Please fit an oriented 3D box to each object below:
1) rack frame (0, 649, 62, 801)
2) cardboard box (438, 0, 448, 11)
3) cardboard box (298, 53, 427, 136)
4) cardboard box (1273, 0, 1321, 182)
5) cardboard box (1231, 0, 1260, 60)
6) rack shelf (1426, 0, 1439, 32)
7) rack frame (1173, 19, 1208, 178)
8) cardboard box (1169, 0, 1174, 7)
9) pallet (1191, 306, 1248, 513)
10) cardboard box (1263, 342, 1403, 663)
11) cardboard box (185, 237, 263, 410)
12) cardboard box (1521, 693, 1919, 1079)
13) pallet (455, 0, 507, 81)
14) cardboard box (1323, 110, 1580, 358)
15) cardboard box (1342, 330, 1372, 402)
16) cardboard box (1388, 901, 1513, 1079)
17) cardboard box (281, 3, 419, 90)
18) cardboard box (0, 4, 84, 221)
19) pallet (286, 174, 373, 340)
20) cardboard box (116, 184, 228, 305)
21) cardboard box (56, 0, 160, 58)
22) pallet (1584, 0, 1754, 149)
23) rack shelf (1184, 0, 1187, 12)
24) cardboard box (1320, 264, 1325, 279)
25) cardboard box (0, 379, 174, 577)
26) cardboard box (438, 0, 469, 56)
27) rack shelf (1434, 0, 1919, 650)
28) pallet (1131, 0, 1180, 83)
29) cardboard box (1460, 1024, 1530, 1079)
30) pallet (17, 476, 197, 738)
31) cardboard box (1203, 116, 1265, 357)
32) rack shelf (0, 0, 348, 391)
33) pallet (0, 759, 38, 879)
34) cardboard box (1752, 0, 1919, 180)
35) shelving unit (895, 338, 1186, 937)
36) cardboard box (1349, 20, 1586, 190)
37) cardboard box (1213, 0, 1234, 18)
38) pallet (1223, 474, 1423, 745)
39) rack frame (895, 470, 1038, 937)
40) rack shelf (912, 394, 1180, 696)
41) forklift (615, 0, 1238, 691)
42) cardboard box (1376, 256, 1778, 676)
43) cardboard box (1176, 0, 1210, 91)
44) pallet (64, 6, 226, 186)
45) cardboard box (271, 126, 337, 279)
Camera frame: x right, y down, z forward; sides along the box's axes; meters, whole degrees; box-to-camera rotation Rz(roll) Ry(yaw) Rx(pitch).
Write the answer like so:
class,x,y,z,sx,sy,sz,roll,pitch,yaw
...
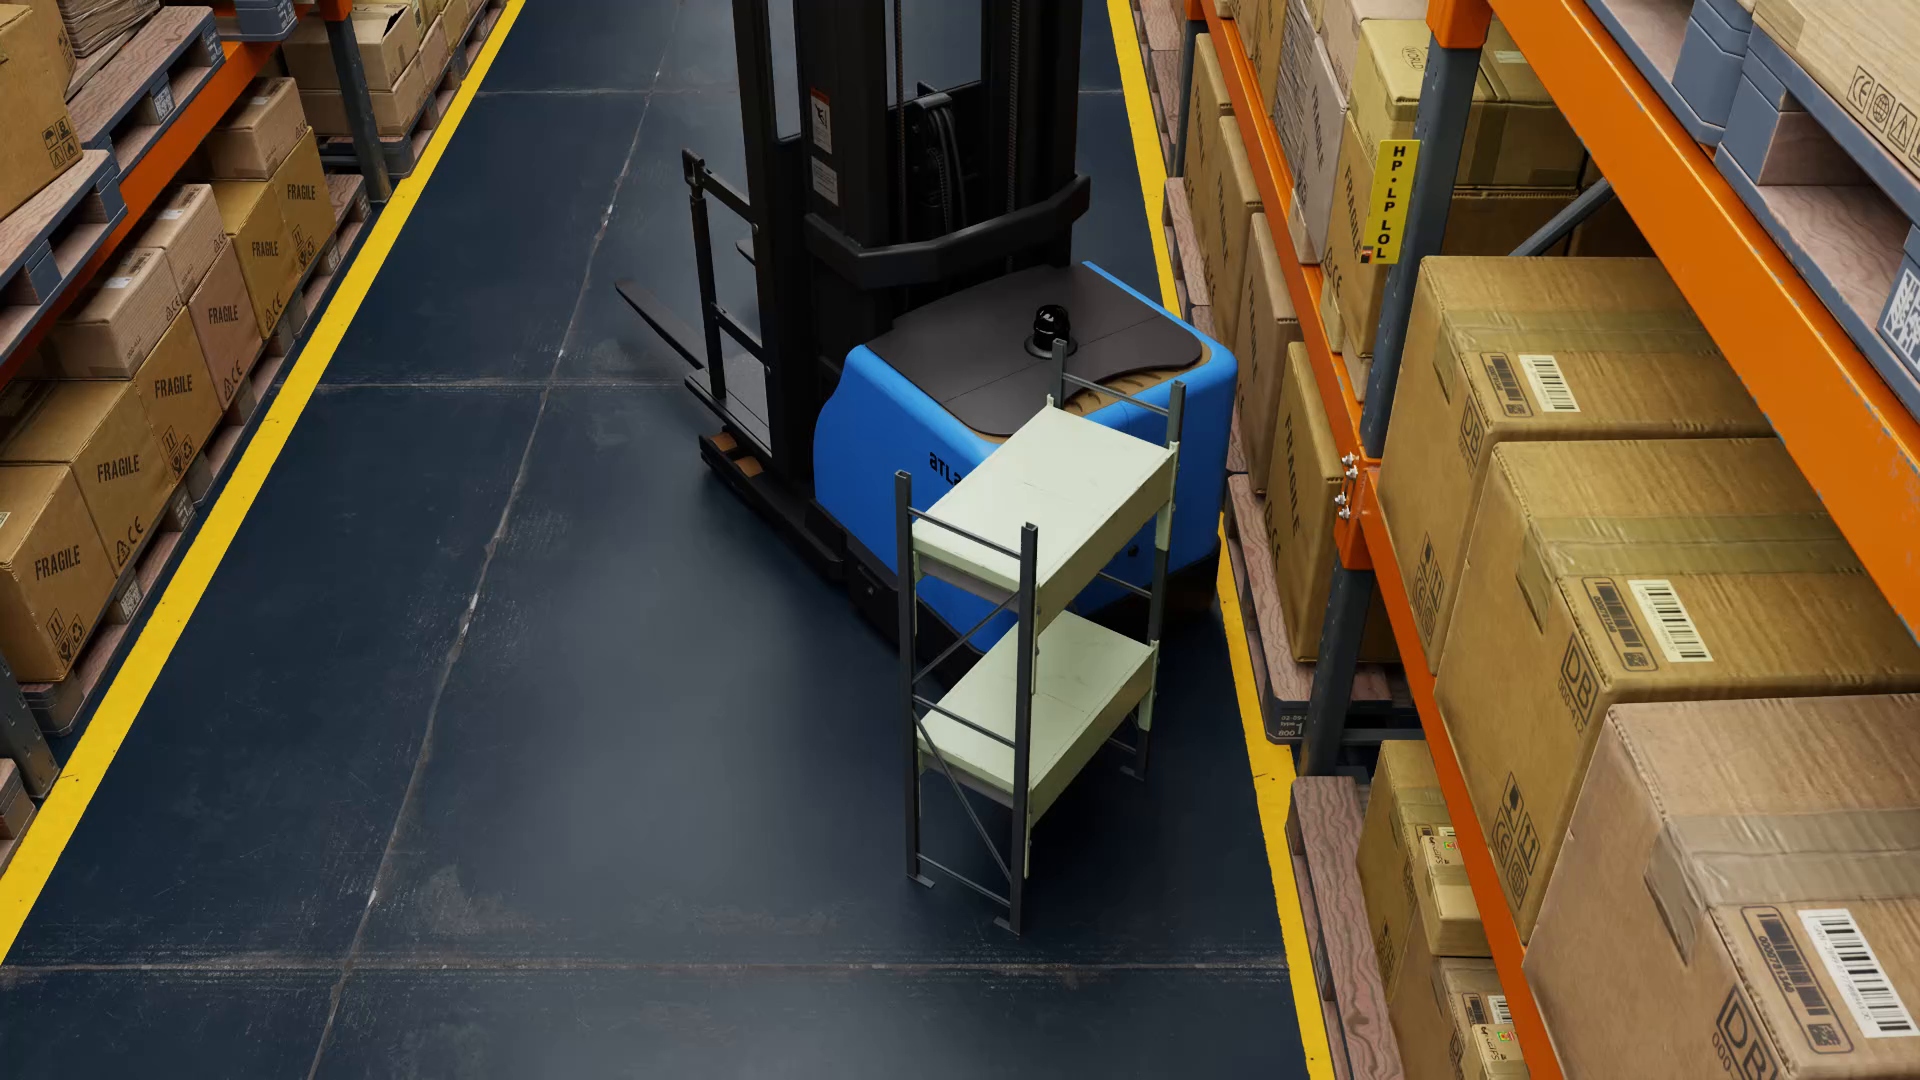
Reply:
class,x,y,z,sx,sy,sz,roll,pitch,yaw
rack frame,-3.375,-0.389,4.337,1.000,3.000,0.127,0,39,0
cardboard box,-3.094,-3.175,9.228,0.500,0.311,0.500,-1,39,-1
cardboard box,-3.087,-2.309,8.596,0.500,0.250,0.500,0,39,0
cardboard box,1.323,-1.480,5.364,0.500,0.500,0.500,0,39,0
cardboard box,1.309,-2.118,6.160,0.500,0.500,0.500,0,39,0
rack shelf,1.576,-2.536,5.192,1.077,0.370,4.000,0,39,0
rack frame,1.574,-2.896,7.466,1.000,3.000,0.127,0,39,0
cardboard box,1.597,-3.492,9.855,0.700,0.500,0.500,0,39,0
pallet,1.498,-0.554,6.773,1.003,0.211,1.213,0,39,0
cardboard box,1.447,-0.126,5.392,0.750,0.750,0.750,0,39,0
cardboard box,-3.137,-0.850,6.559,0.500,0.500,0.500,-1,39,-2
cardboard box,1.569,0.739,2.690,0.980,0.700,0.700,-2,39,-2
pallet,-3.341,-3.078,9.922,1.003,0.211,1.213,0,39,0
cardboard box,1.326,-0.846,4.574,0.500,0.500,0.500,-1,39,-1
cardboard box,1.295,-0.516,4.680,0.380,0.149,0.250,0,39,0
cardboard box,1.474,1.198,4.019,0.700,0.500,0.500,0,39,-1
cardboard box,-3.087,-2.528,8.420,0.500,0.311,0.500,1,39,1
cardboard box,-3.217,-1.318,5.081,0.700,0.500,0.500,6,39,7
pallet,-3.417,-1.335,7.748,1.003,0.211,1.213,0,39,0
cardboard box,-3.135,-1.120,6.296,0.500,0.250,0.500,-1,39,-1
cardboard box,-3.457,-2.128,6.091,0.700,0.500,0.500,7,39,8
pallet,1.569,-1.019,2.796,1.003,0.211,1.213,0,39,0
rack shelf,1.571,-3.866,9.251,1.077,0.370,4.000,0,39,0
cardboard box,1.316,-0.836,5.079,0.380,0.149,0.250,1,39,1
cardboard box,-3.144,-0.222,5.775,0.500,0.500,0.500,0,39,1
cardboard box,-3.095,-2.949,9.394,0.500,0.250,0.500,-1,39,-1
rack shelf,1.580,-0.034,2.071,1.077,0.370,4.000,0,39,0
pallet,1.576,-3.058,9.897,1.003,0.211,1.213,0,39,0
cardboard box,1.295,1.172,3.533,0.380,0.149,0.250,-1,39,-1
pallet,-3.414,0.190,5.844,1.003,0.211,1.213,0,39,0
cardboard box,1.438,-1.214,6.749,0.750,0.750,0.750,0,39,0
rack shelf,-3.378,-1.359,6.123,1.077,0.370,4.000,0,39,0
pallet,-3.376,1.129,4.673,1.003,0.211,1.213,0,39,0
cardboard box,1.310,-0.638,1.953,0.500,0.250,0.500,-1,39,-1
shelving unit,0.218,0.299,4.677,0.431,1.500,0.755,23,44,26
cardboard box,1.322,-1.142,4.343,0.500,0.250,0.500,1,39,1
cardboard box,1.250,-2.276,6.877,0.380,0.149,0.250,1,39,1
pallet,1.502,0.211,5.818,1.003,0.211,1.213,0,39,0
rack frame,0.012,0.488,4.441,0.400,1.500,0.023,23,44,26
rack shelf,0.218,-0.005,4.433,0.431,0.370,0.720,23,44,26
forklift,-0.365,-1.461,5.729,1.130,2.935,3.031,-24,45,-27
cardboard box,1.563,-0.173,3.827,0.980,0.700,0.700,1,39,1
cardboard box,1.521,-2.543,8.672,0.700,0.500,0.500,0,39,1
pallet,-3.373,-1.600,6.001,1.003,0.211,1.213,0,39,0
cardboard box,-3.144,-1.502,7.373,0.500,0.500,0.500,1,39,2
